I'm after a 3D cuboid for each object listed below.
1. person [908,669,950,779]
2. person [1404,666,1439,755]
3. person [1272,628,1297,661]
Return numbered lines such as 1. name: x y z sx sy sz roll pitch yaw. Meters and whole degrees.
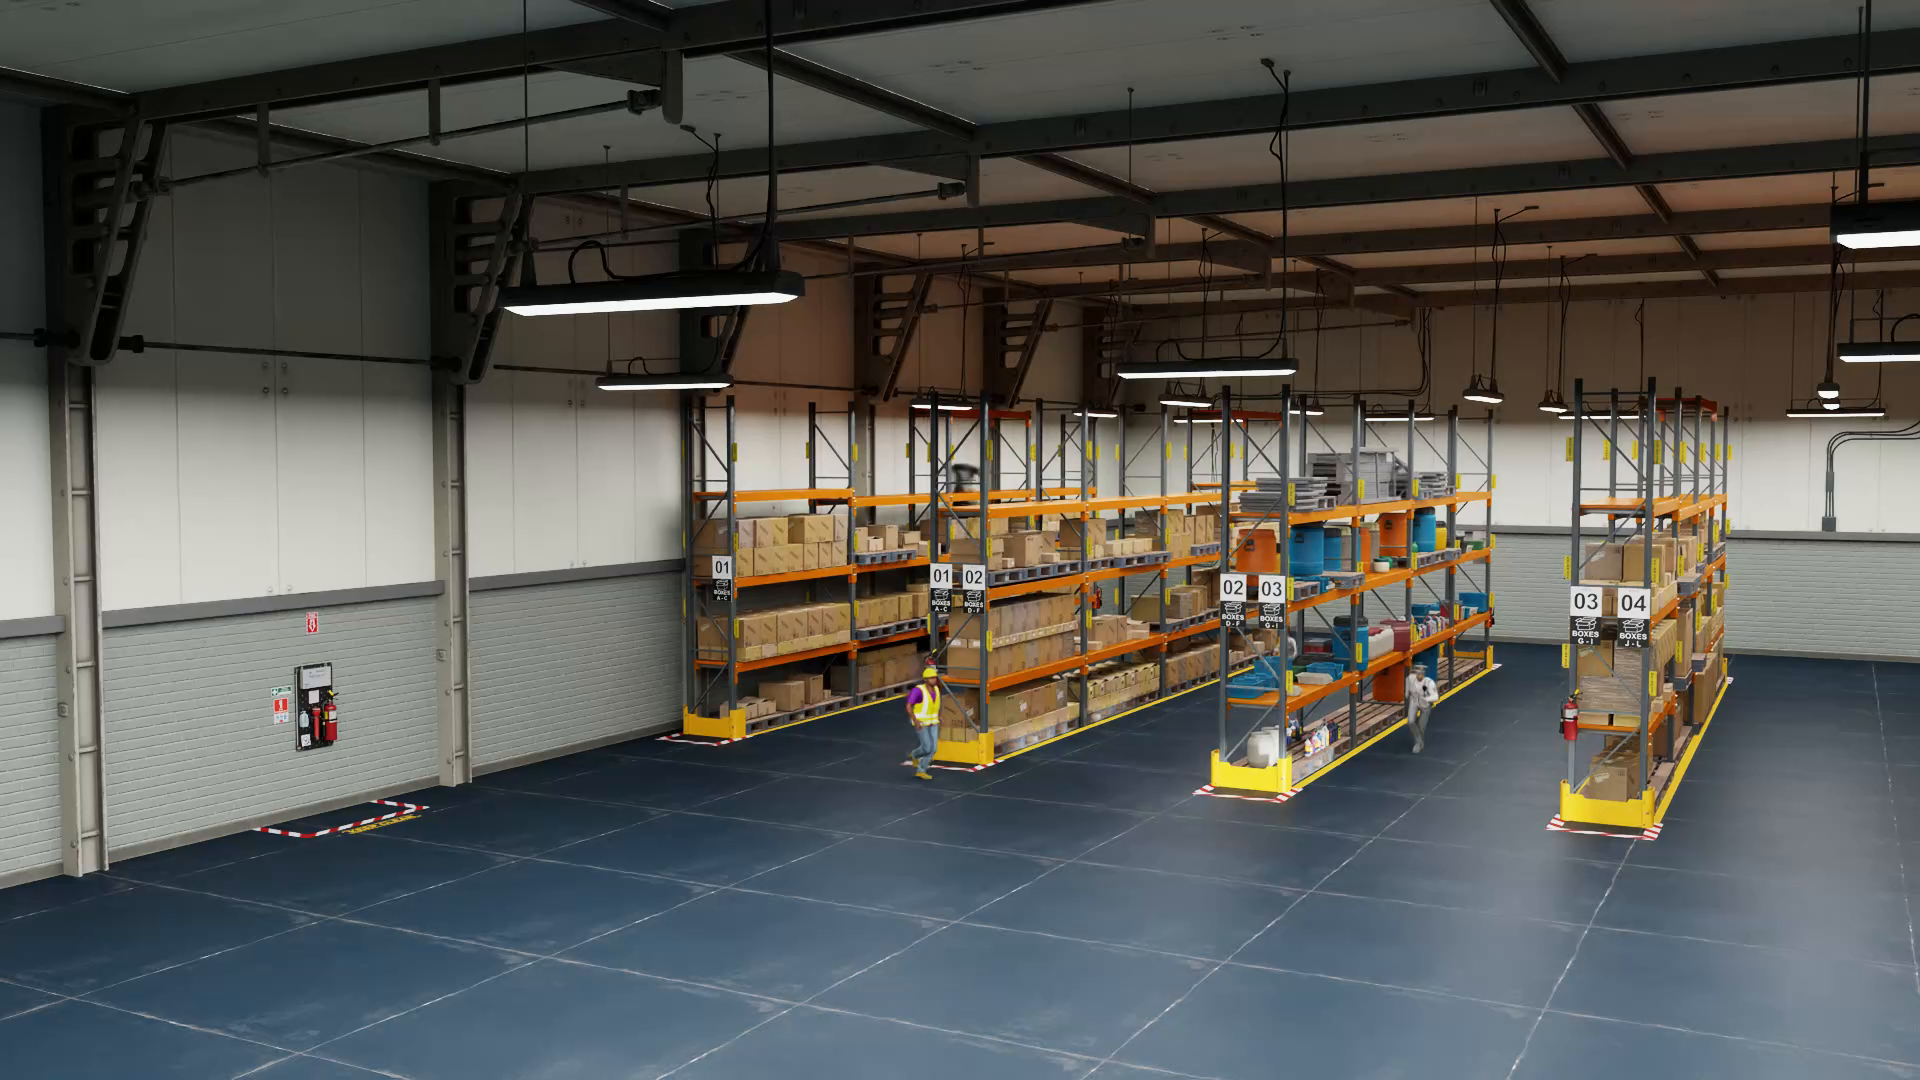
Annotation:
1. person: -0.464 2.815 25.455 0.686 1.695 0.552 -2 4 -40
2. person: 7.698 2.792 27.700 0.610 1.478 1.053 1 3 24
3. person: 6.546 2.471 33.482 0.629 1.525 0.685 -3 4 -40
